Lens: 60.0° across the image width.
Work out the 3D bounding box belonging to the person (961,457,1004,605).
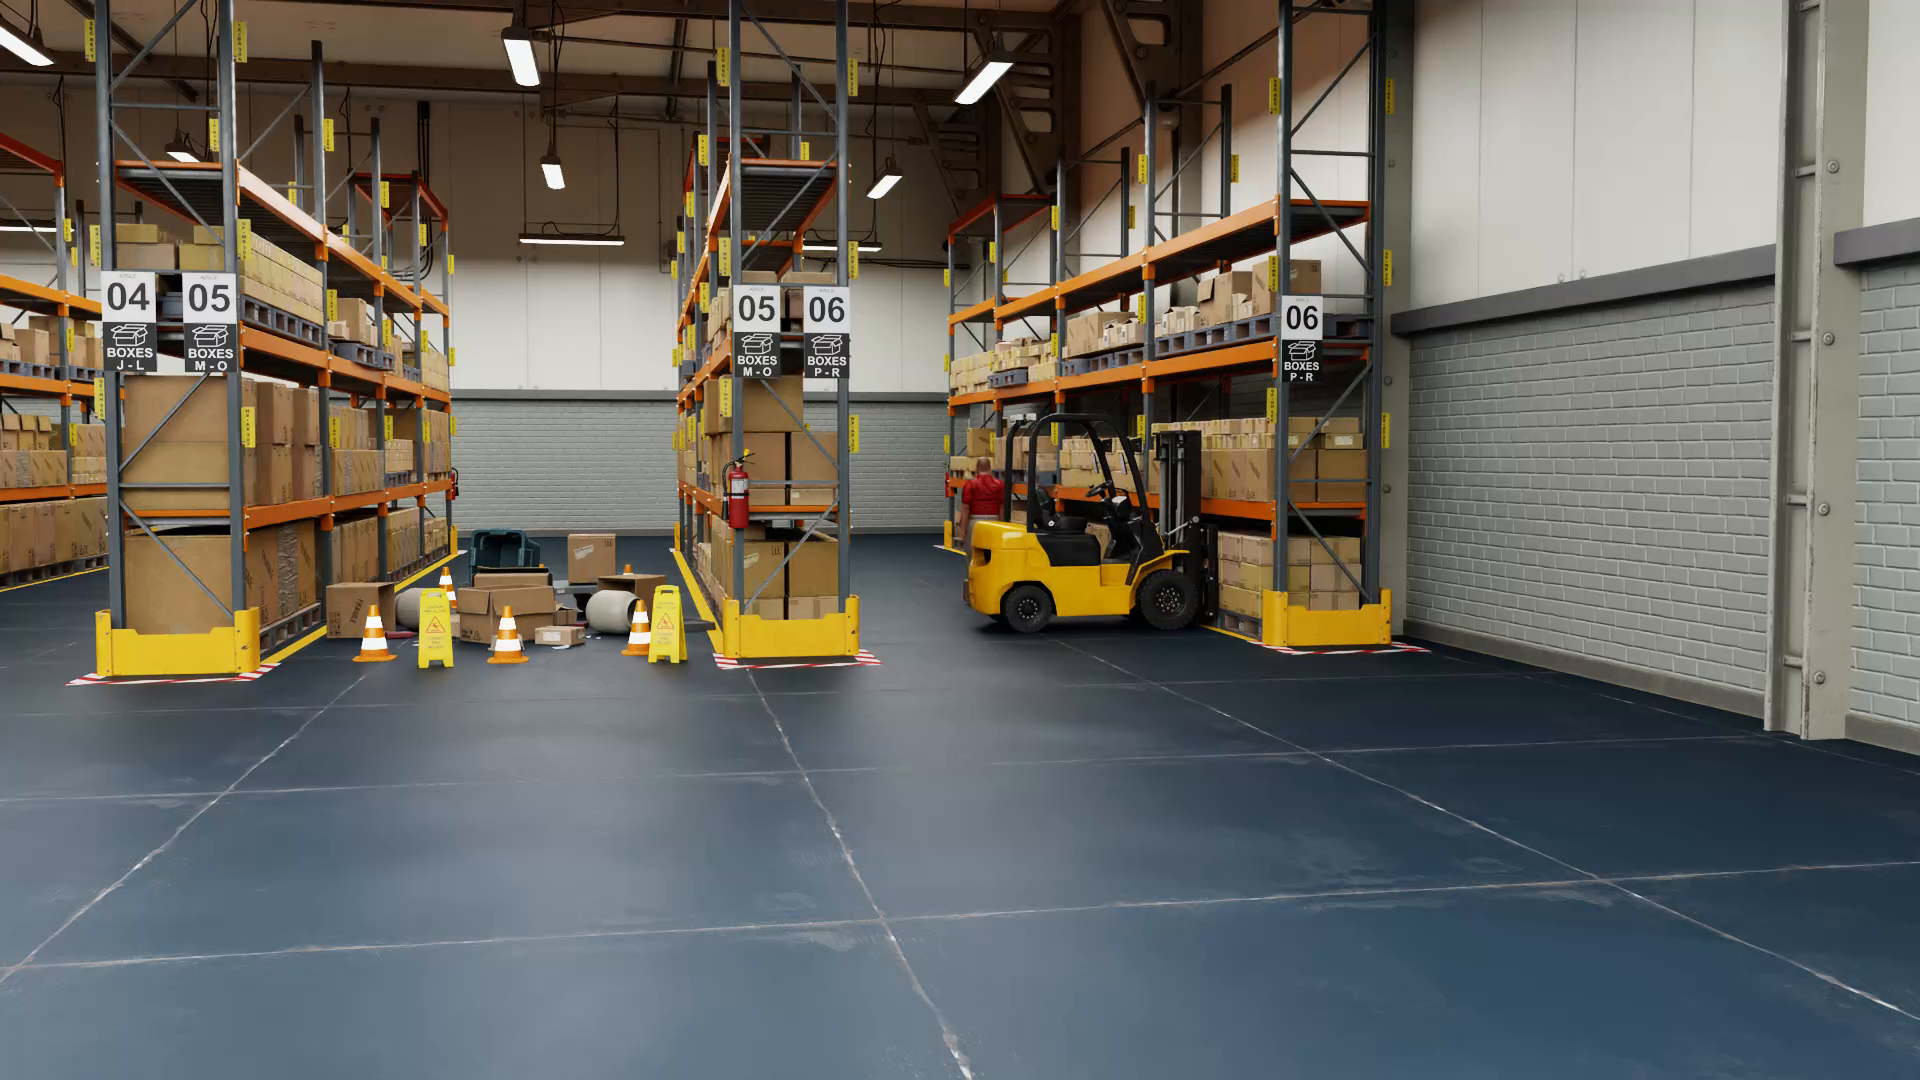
[{"bbox_3d":[0.262,-0.080,19.287,0.533,1.774,0.394,-1,3,-10],"label":"person"}]
